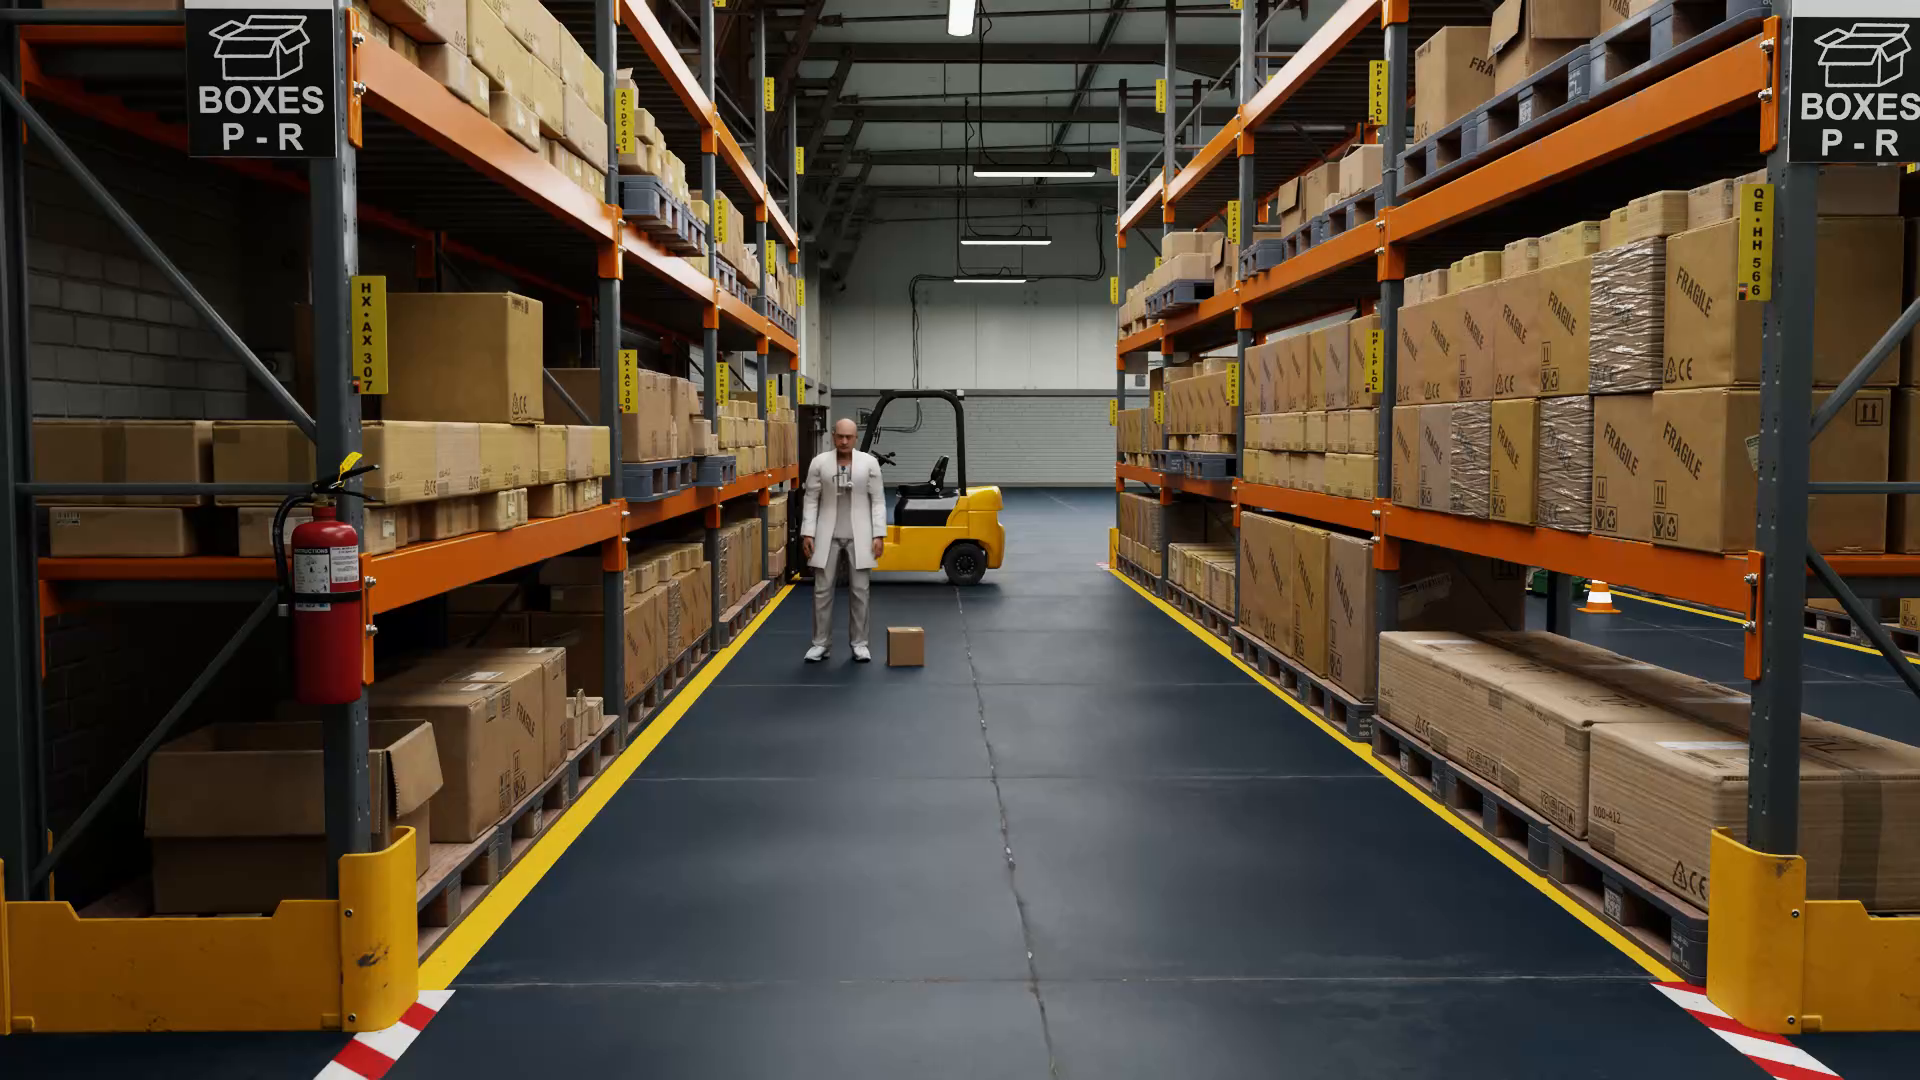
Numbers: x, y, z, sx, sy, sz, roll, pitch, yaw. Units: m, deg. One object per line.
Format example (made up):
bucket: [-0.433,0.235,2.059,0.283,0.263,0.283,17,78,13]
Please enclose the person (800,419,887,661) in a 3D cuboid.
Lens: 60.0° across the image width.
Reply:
person: [-0.857,-0.005,12.258,0.642,1.775,0.422,0,4,0]
